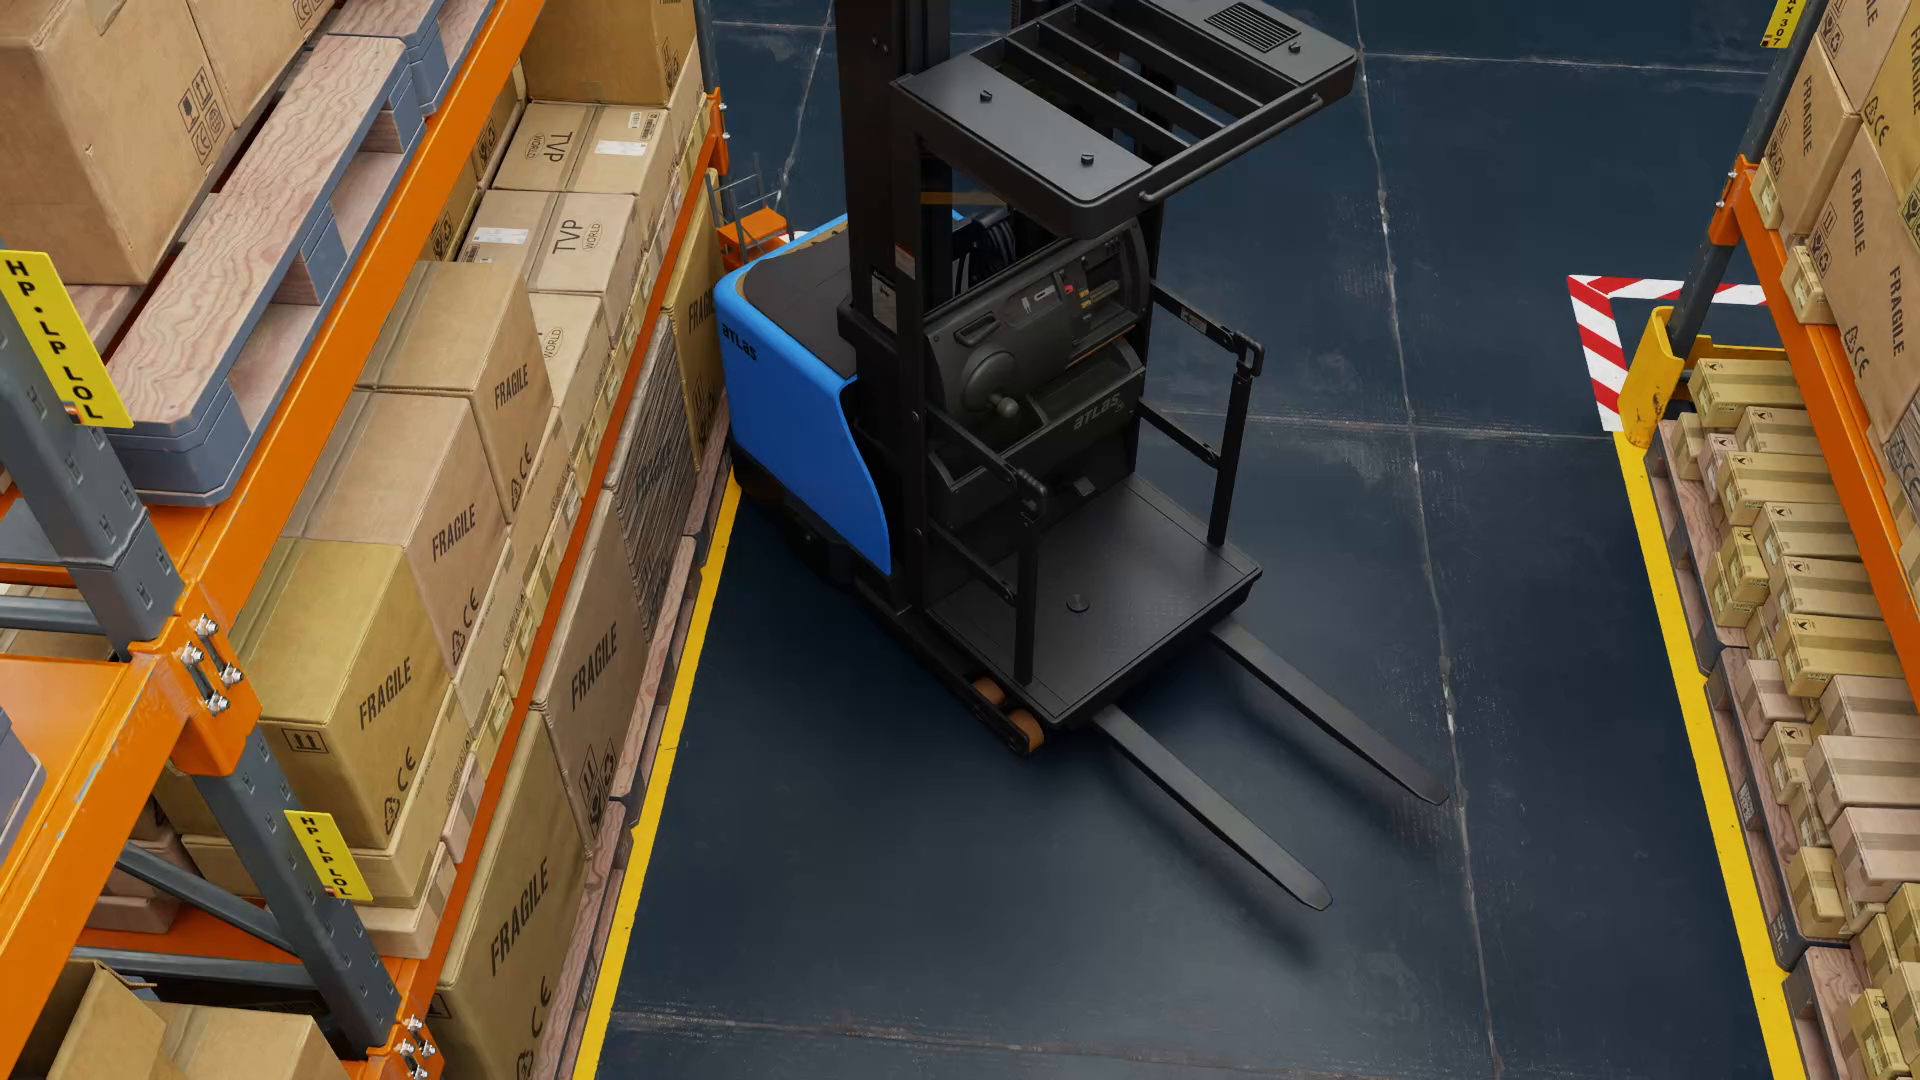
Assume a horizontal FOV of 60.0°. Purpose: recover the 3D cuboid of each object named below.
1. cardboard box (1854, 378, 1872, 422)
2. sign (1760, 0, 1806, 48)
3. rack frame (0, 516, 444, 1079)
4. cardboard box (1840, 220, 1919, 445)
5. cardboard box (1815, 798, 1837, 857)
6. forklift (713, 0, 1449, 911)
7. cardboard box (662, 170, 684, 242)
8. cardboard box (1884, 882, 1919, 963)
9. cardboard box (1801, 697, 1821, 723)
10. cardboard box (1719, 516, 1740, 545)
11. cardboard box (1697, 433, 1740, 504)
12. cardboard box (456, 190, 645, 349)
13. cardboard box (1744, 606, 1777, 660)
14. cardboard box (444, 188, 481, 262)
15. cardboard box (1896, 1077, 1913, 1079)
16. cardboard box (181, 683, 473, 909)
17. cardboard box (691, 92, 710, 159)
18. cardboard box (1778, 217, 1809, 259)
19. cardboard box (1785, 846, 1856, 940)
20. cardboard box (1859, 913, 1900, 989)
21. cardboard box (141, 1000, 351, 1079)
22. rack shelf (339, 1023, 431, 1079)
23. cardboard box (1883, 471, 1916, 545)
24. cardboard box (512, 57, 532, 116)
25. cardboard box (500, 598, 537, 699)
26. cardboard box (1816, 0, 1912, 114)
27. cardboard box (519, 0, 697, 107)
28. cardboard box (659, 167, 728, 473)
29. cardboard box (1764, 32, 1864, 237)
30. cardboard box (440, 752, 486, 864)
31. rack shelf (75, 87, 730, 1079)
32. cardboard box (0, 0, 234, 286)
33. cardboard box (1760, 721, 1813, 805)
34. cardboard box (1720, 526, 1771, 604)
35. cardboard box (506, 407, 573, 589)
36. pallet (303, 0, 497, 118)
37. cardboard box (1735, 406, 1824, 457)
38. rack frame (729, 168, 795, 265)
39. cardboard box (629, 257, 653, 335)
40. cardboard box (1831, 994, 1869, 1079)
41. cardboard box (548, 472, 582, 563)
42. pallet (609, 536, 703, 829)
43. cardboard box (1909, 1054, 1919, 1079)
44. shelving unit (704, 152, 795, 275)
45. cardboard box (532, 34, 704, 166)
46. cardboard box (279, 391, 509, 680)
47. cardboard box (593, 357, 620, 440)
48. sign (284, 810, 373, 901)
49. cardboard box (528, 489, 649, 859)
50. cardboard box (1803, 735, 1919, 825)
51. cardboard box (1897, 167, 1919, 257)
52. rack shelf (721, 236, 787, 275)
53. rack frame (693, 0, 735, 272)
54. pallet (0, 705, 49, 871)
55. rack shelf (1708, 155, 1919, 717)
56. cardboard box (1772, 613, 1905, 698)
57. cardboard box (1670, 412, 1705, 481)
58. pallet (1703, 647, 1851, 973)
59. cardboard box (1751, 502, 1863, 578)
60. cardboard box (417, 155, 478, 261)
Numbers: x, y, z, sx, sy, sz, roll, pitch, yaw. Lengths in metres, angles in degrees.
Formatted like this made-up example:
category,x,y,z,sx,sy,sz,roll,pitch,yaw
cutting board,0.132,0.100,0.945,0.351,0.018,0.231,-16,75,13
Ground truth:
category,x,y,z,sx,sy,sz,roll,pitch,yaw
cardboard box,3.112,-0.468,5.315,0.380,0.149,0.250,3,48,3
sign,2.924,-1.879,5.849,0.100,0.325,0.005,4,48,4
rack frame,-1.831,0.982,3.819,1.000,3.000,0.127,4,48,4
cardboard box,3.067,-0.619,5.014,0.500,0.500,0.500,4,48,4
cardboard box,2.999,0.897,5.343,0.380,0.149,0.250,2,48,2
forklift,0.414,-0.643,5.352,1.130,2.935,3.031,-33,56,-27
cardboard box,-1.217,-1.213,5.997,0.380,0.149,0.250,4,48,4
cardboard box,2.973,1.171,4.891,0.380,0.149,0.250,5,48,5
cardboard box,3.101,0.506,5.700,0.380,0.149,0.250,6,48,6
cardboard box,3.139,0.015,6.351,0.380,0.149,0.250,4,48,4
cardboard box,3.079,-0.265,6.405,0.380,0.149,0.250,4,48,3
cardboard box,-1.339,-0.887,5.428,0.500,0.250,0.500,2,48,2
cardboard box,3.079,0.389,6.009,0.380,0.149,0.250,4,48,4
cardboard box,-1.869,-0.922,5.460,0.500,0.250,0.500,2,48,2
cardboard box,2.824,1.657,4.648,0.380,0.149,0.250,2,48,2
cardboard box,-1.527,0.604,4.065,0.500,0.250,0.500,3,48,3
cardboard box,-1.171,-1.589,6.341,0.380,0.149,0.250,5,48,4
cardboard box,3.126,-1.059,5.856,0.380,0.149,0.250,5,48,5
cardboard box,2.890,1.138,5.324,0.380,0.149,0.250,4,48,3
cardboard box,2.951,1.281,4.991,0.380,0.149,0.250,4,48,4
cardboard box,-1.601,1.310,3.451,0.500,0.500,0.500,4,48,4
rack shelf,-2.013,2.694,2.741,1.077,0.370,4.000,4,48,4
cardboard box,3.017,-0.099,4.978,0.380,0.149,0.250,5,48,5
cardboard box,-1.779,-1.673,6.147,0.500,0.250,0.500,3,48,2
cardboard box,-1.403,0.291,4.621,0.380,0.149,0.250,3,48,2
cardboard box,3.159,-1.710,5.334,0.500,0.500,0.500,4,48,3
cardboard box,-1.249,-1.885,5.833,0.500,0.500,0.500,4,48,4
cardboard box,-1.445,-0.907,6.702,0.875,0.875,0.875,4,48,4
cardboard box,3.148,-1.373,5.703,0.500,0.500,0.500,6,48,5
cardboard box,-1.449,0.678,4.267,0.380,0.149,0.250,2,48,2
rack shelf,-1.648,-0.245,5.429,1.077,0.370,4.000,4,48,4
cardboard box,-1.819,-0.819,3.014,0.700,0.500,0.500,1,48,1
cardboard box,2.970,0.772,5.659,0.380,0.149,0.250,4,48,4
cardboard box,3.014,0.102,6.070,0.380,0.149,0.250,5,48,5
cardboard box,-1.435,-0.142,4.747,0.500,0.250,0.500,5,48,4
pallet,-1.632,-1.495,4.112,1.003,0.211,1.213,4,48,4
cardboard box,3.173,-0.357,6.288,0.380,0.149,0.250,5,48,4
rack frame,-0.727,-0.928,6.756,0.240,1.200,0.006,-30,45,-25
cardboard box,-1.262,-0.839,5.654,0.380,0.149,0.250,3,48,3
cardboard box,2.863,1.515,4.979,0.380,0.149,0.250,2,48,2
cardboard box,-1.355,-0.081,4.962,0.380,0.149,0.250,4,48,4
pallet,-1.575,0.470,6.177,1.003,0.211,1.213,4,48,4
cardboard box,2.856,1.540,4.553,0.380,0.149,0.250,4,48,4
shelving unit,-0.783,-0.972,6.814,0.258,1.200,0.189,-30,45,-25
cardboard box,-1.246,-1.634,6.111,0.500,0.250,0.500,3,48,3
cardboard box,-1.480,-0.017,4.125,0.500,0.500,0.500,4,48,4
cardboard box,-1.310,-0.466,5.314,0.380,0.149,0.250,5,48,4
sign,-1.289,0.647,3.395,0.100,0.325,0.005,4,48,4
cardboard box,-1.609,0.416,5.492,0.875,0.875,0.875,4,48,4
cardboard box,2.918,0.767,5.260,0.380,0.149,0.250,2,48,2
cardboard box,3.049,-0.958,4.646,0.500,0.500,0.500,3,48,3
rack shelf,-0.801,-1.119,6.688,0.258,0.103,0.180,-30,45,-25
rack frame,-1.466,-1.958,6.508,1.000,3.000,0.127,4,48,4
pallet,-1.865,0.711,2.164,0.805,0.209,1.217,2,48,2
rack shelf,3.282,0.162,5.056,1.077,0.370,4.000,4,48,4
cardboard box,2.978,0.400,5.595,0.380,0.149,0.250,5,48,4
cardboard box,3.097,-0.366,6.699,0.380,0.149,0.250,5,48,4
pallet,3.234,0.936,5.751,1.003,0.211,1.213,4,48,4
cardboard box,3.082,0.007,5.955,0.380,0.149,0.250,2,48,2
cardboard box,-1.866,-1.178,5.186,0.500,0.500,0.500,3,48,2
